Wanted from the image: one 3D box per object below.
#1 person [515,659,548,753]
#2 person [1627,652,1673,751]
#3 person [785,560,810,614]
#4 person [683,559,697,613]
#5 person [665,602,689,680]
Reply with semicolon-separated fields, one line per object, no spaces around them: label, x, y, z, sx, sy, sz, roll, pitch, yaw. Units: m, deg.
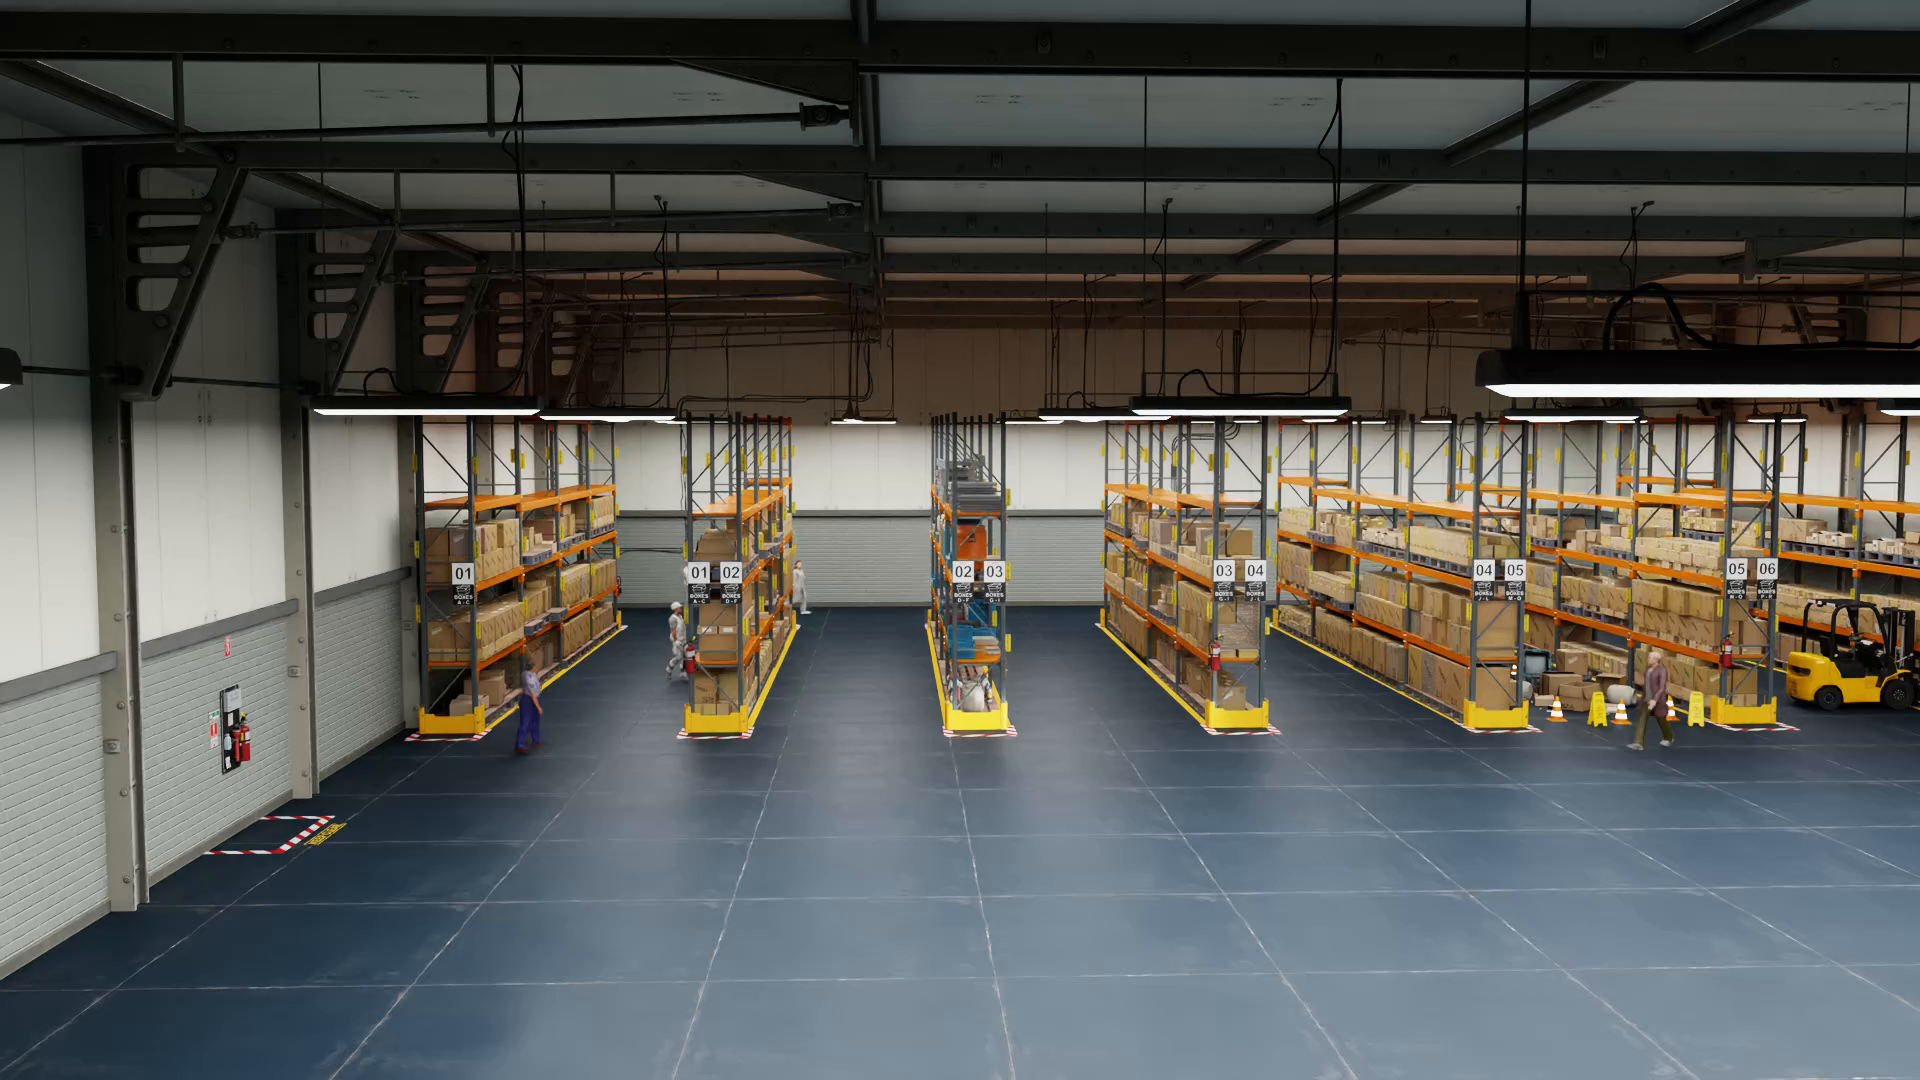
person;-7.574;2.920;29.351;0.583;1.672;0.671;-1;4;-14
person;12.261;2.845;29.398;1.120;1.739;0.525;-3;5;-40
person;-4.960;1.440;50.708;0.797;1.643;0.457;2;4;22
person;-8.259;1.421;51.122;0.502;1.684;0.513;1;4;10
person;-6.355;2.284;37.647;0.607;1.777;0.600;2;4;28
